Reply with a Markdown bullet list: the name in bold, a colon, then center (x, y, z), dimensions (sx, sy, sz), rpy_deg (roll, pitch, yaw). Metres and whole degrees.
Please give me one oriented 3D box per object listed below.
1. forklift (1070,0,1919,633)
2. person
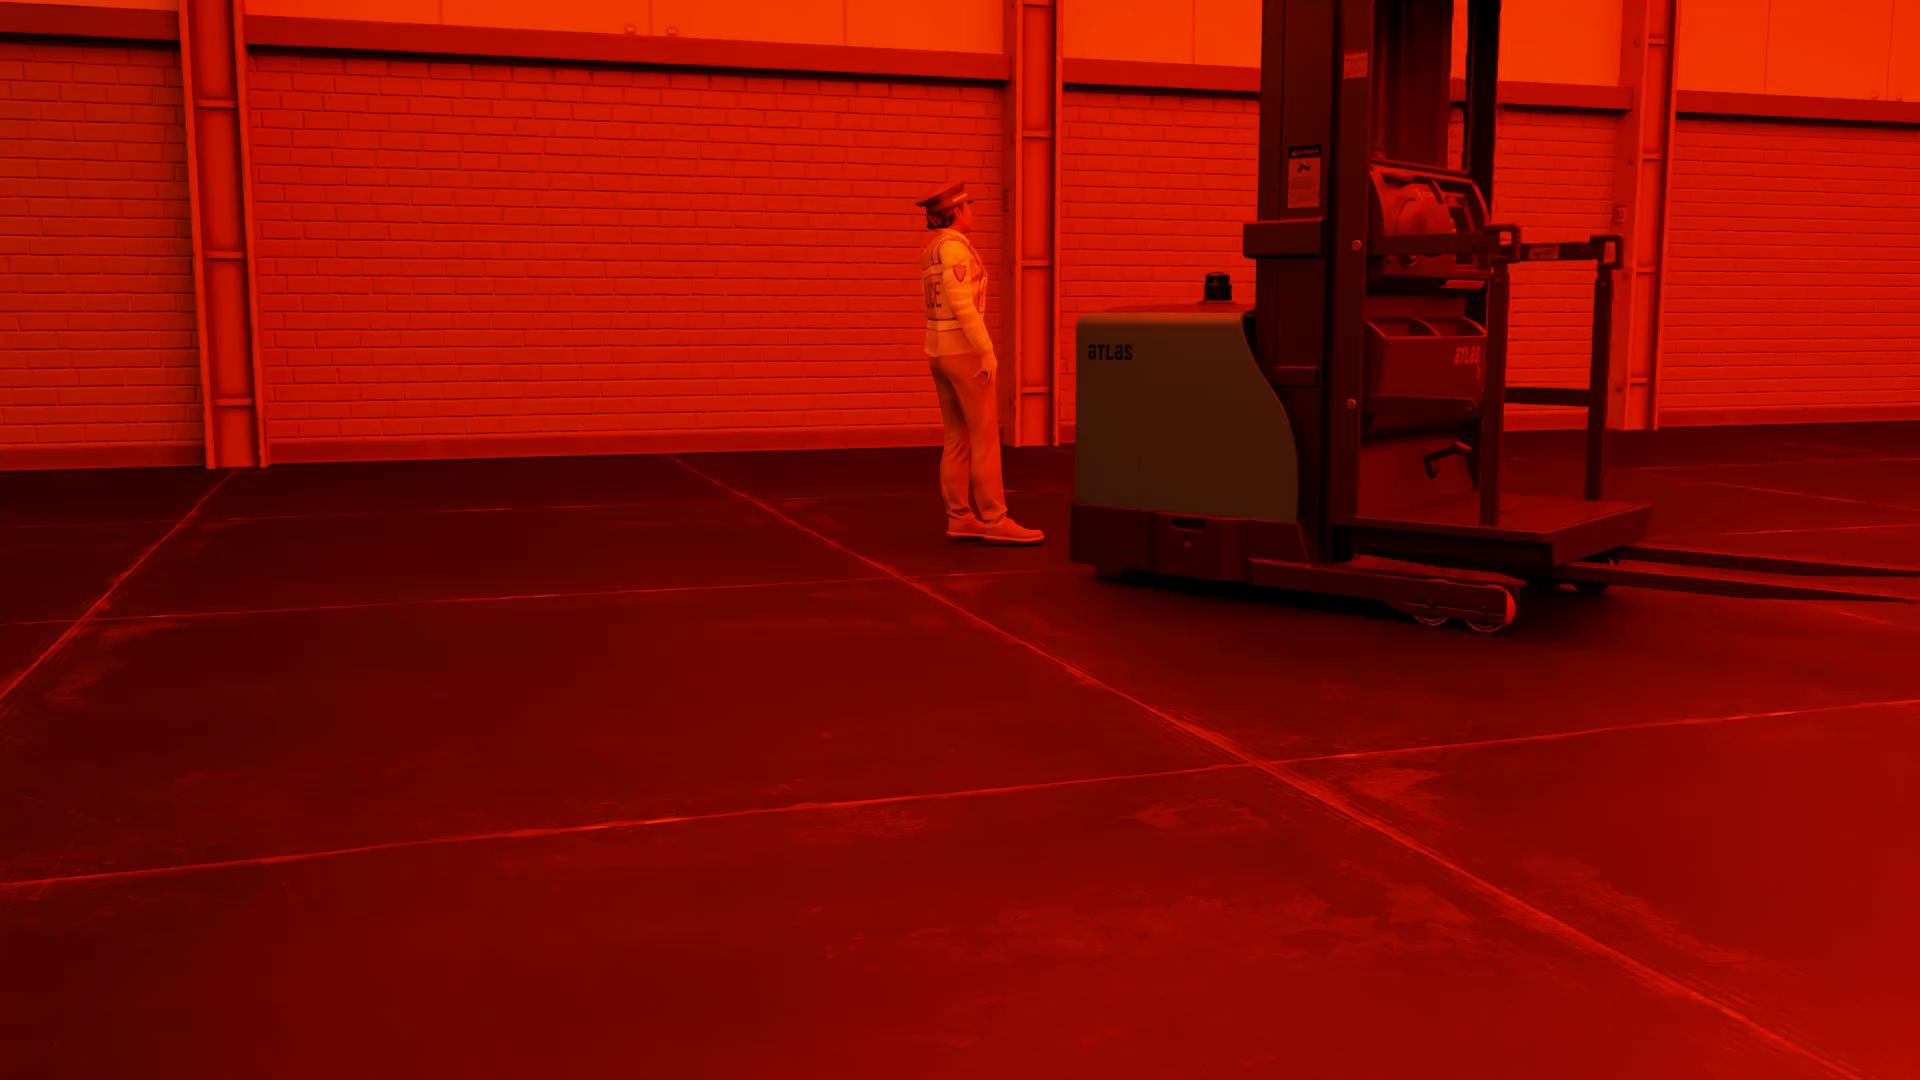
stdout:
- **forklift**: center (1.900, -1.218, 6.005), dimensions (3.031, 2.935, 1.130), rpy_deg (6, 10, 40)
- **person**: center (0.067, -0.849, 7.824), dimensions (0.531, 1.695, 0.588), rpy_deg (-3, 8, -18)
